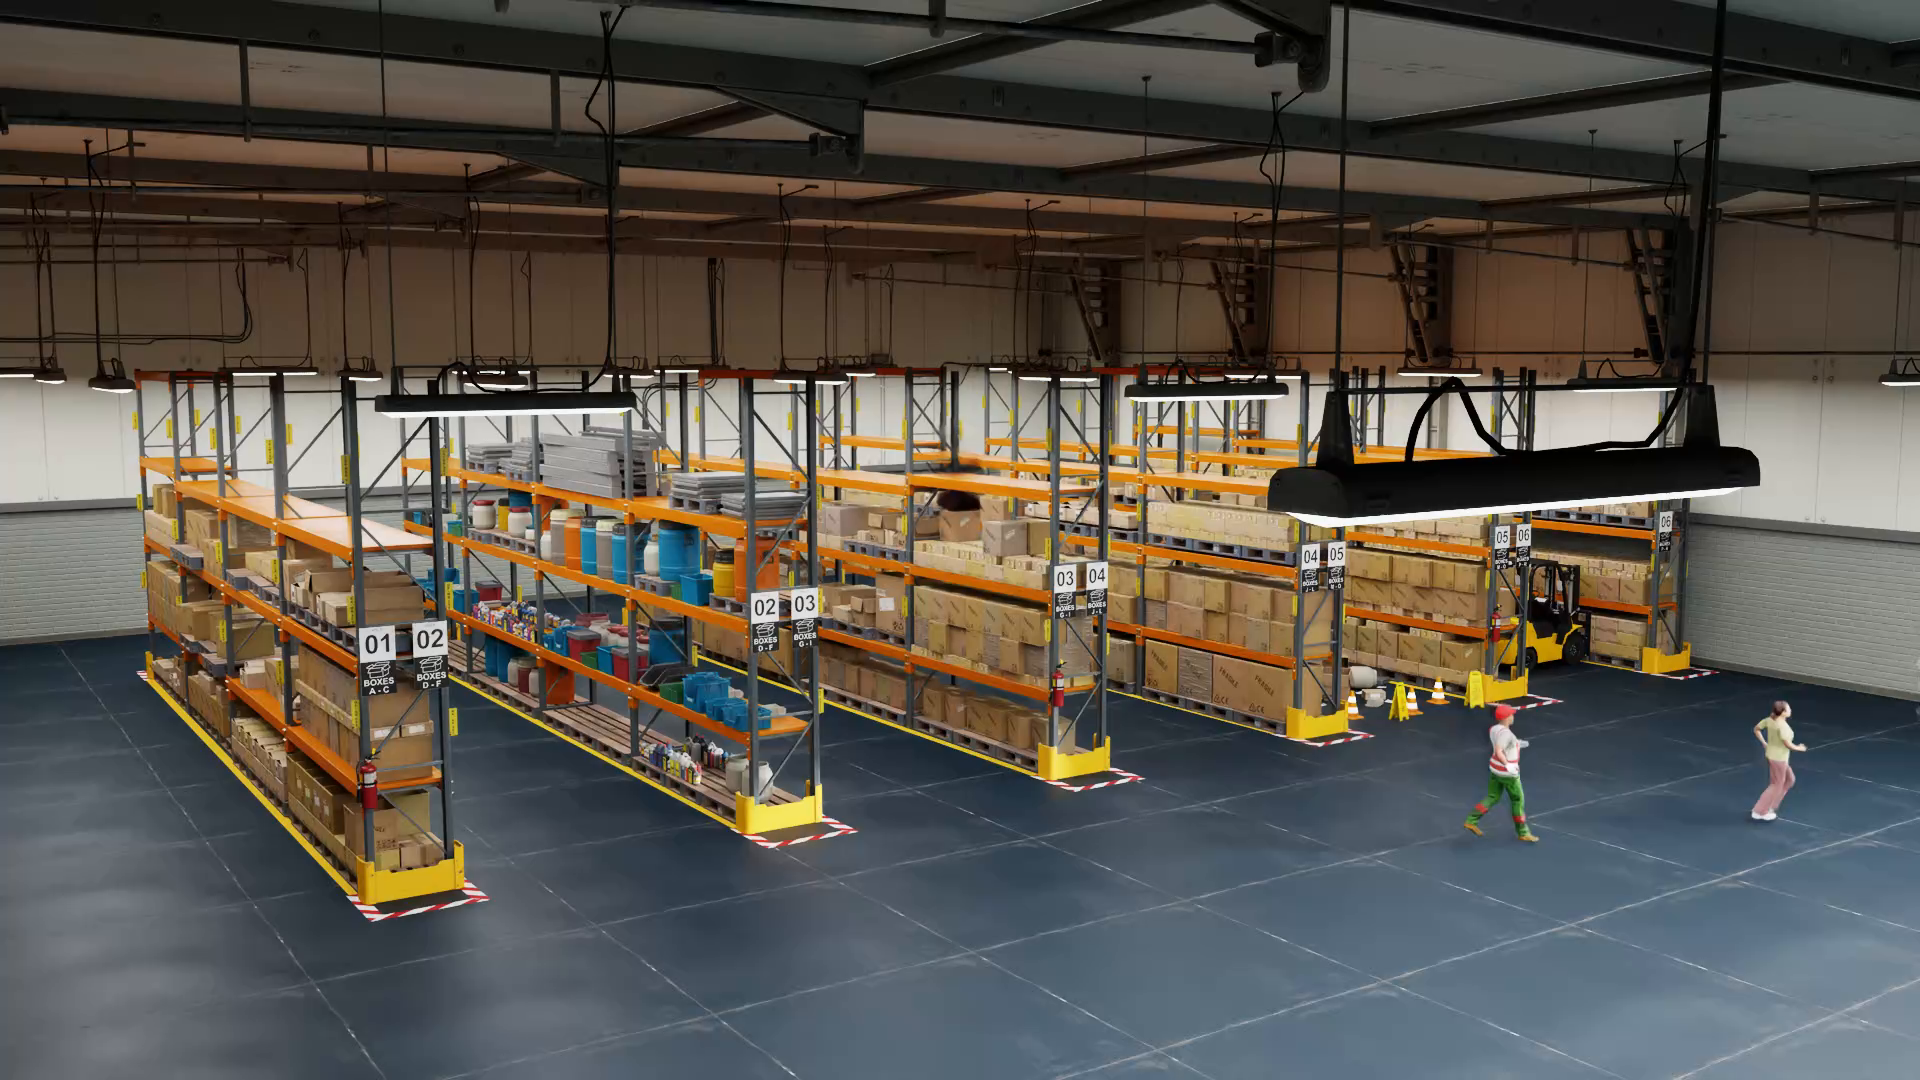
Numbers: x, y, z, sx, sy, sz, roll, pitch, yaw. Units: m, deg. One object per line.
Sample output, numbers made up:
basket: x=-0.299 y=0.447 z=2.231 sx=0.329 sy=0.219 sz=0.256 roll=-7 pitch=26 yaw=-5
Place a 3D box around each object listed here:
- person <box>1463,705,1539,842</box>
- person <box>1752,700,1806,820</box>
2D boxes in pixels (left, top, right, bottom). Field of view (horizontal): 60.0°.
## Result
person: x=6.998 y=2.999 z=21.400 sx=0.991 sy=1.781 sz=0.659 roll=-1 pitch=7 yaw=-10
person: x=11.046 y=2.989 z=22.440 sx=0.645 sy=1.669 sz=0.605 roll=0 pitch=6 yaw=4
